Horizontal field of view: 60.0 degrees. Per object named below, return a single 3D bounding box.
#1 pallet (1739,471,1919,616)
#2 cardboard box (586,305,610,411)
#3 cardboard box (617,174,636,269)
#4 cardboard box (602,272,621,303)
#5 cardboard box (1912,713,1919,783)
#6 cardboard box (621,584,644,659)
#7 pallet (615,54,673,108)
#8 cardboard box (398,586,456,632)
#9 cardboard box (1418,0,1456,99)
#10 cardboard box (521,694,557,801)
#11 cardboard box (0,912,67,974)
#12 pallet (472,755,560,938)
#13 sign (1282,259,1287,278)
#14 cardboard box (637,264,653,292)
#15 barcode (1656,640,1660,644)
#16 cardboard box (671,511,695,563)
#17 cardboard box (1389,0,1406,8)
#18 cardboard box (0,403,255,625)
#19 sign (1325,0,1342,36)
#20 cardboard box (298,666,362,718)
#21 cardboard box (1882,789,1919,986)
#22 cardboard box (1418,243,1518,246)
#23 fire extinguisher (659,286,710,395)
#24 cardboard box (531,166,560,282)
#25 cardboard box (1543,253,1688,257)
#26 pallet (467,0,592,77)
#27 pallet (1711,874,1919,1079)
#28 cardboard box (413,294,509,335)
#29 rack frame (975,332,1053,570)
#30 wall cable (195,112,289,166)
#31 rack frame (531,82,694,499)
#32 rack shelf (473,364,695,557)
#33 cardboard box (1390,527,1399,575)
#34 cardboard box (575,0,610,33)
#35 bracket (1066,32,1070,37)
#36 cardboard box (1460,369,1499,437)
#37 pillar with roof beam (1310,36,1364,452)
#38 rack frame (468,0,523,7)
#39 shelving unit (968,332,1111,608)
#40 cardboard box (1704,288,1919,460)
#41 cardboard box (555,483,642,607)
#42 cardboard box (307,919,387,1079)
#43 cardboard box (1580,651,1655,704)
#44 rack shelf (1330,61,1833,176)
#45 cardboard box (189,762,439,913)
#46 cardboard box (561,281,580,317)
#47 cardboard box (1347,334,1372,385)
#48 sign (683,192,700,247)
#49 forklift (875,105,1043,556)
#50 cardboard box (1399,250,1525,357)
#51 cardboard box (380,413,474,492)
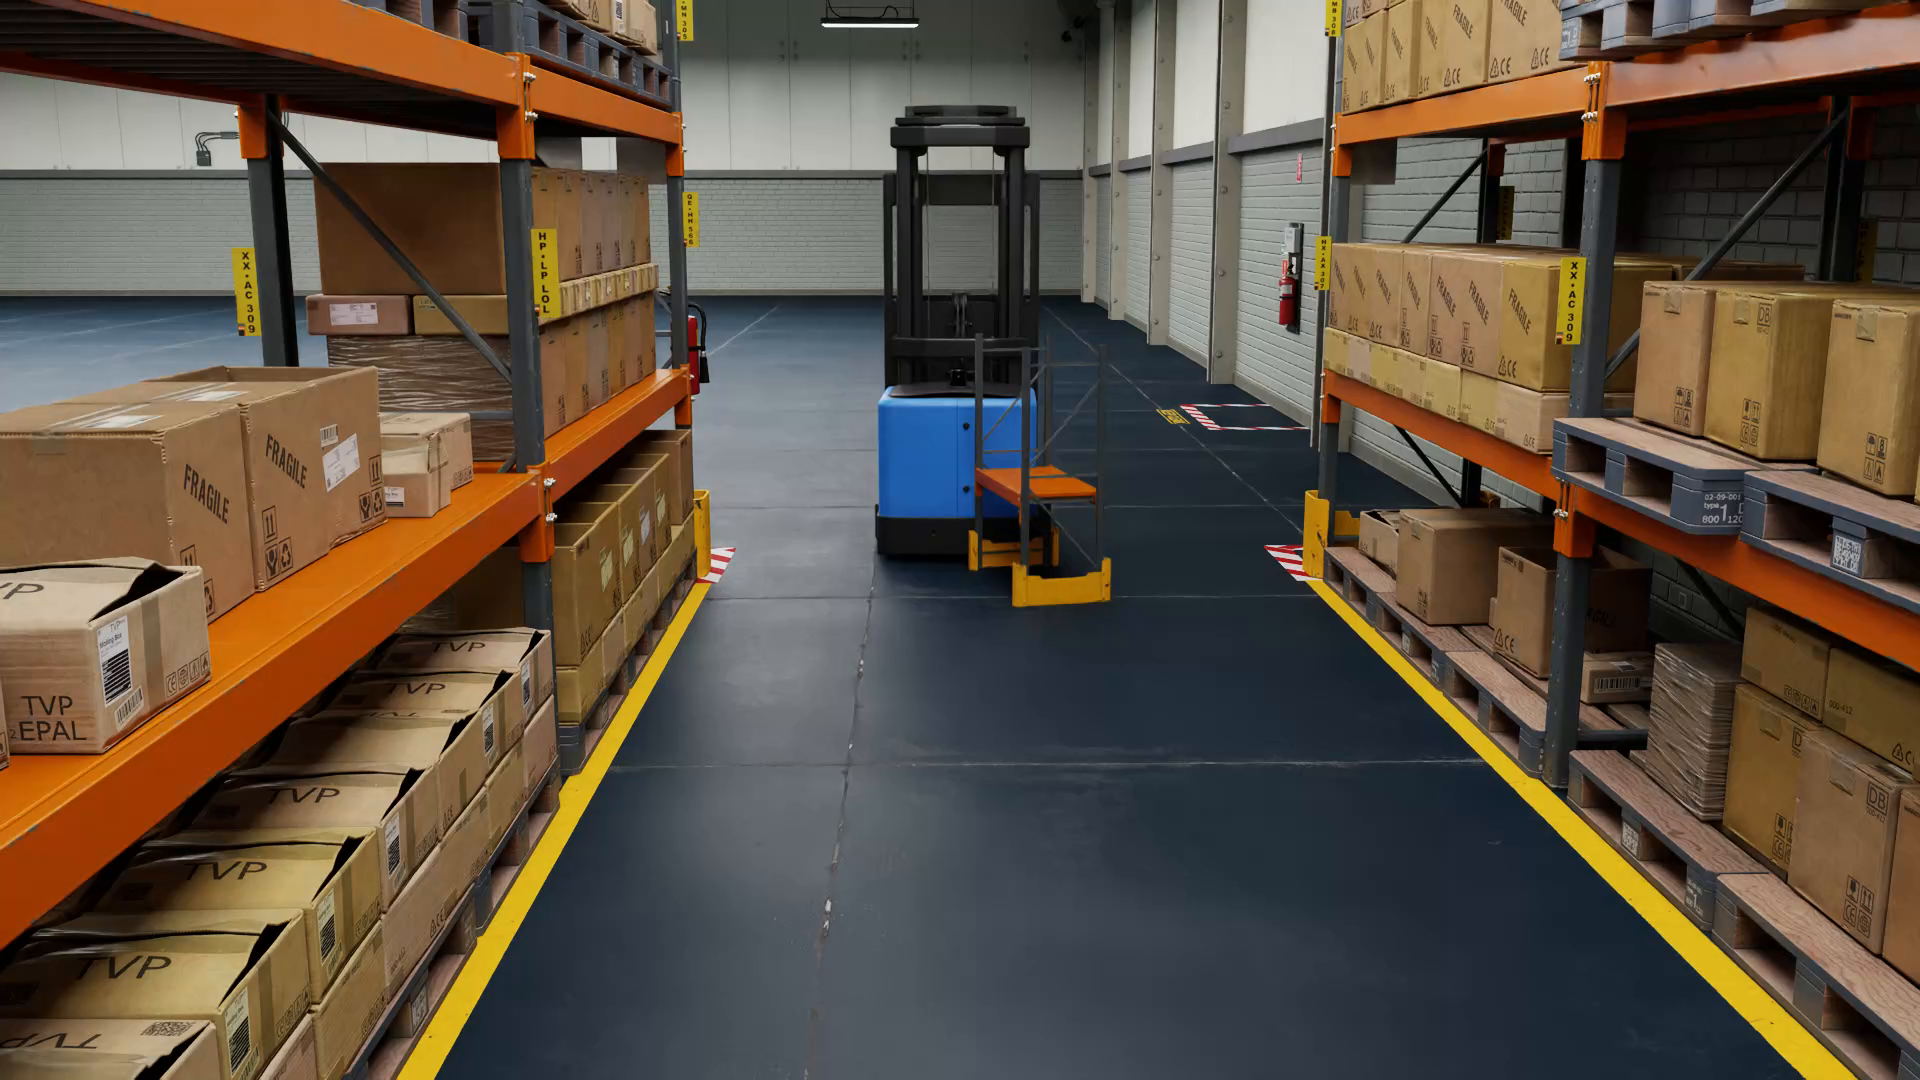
[{"bbox_3d":[2.860,0.011,4.441,1.003,0.211,1.213,0,11,-1],"label":"pallet"},{"bbox_3d":[-2.144,-0.907,8.233,0.700,0.500,0.500,0,11,1],"label":"cardboard box"},{"bbox_3d":[-2.162,-1.735,9.054,0.700,0.500,0.500,-1,11,-3],"label":"cardboard box"},{"bbox_3d":[-1.949,-1.293,8.504,0.380,0.149,0.250,0,11,0],"label":"cardboard box"},{"bbox_3d":[2.910,0.594,4.382,0.500,0.250,0.500,0,11,-1],"label":"cardboard box"},{"bbox_3d":[-1.810,0.386,7.971,0.500,0.250,0.500,0,11,-1],"label":"cardboard box"},{"bbox_3d":[-2.187,-2.545,9.235,1.003,0.211,1.213,0,11,-1],"label":"pallet"},{"bbox_3d":[-2.320,0.120,7.396,0.500,0.500,0.500,0,11,-1],"label":"cardboard box"},{"bbox_3d":[2.556,-2.424,8.119,0.500,0.500,0.500,0,11,2],"label":"cardboard box"},{"bbox_3d":[-1.795,0.760,6.130,0.500,0.250,0.500,0,11,-2],"label":"cardboard box"},{"bbox_3d":[-2.285,0.992,3.573,0.500,0.311,0.500,0,11,-2],"label":"cardboard box"},{"bbox_3d":[-2.039,1.050,5.855,1.003,0.211,1.213,0,11,-1],"label":"pallet"},{"bbox_3d":[3.611,-2.956,18.495,0.001,0.329,0.234,0,11,-1],"label":"sign"},{"bbox_3d":[-1.971,-1.498,9.517,0.380,0.149,0.250,0,11,0],"label":"cardboard box"},{"bbox_3d":[3.142,0.492,7.474,0.001,0.075,0.075,0,11,-1],"label":"barcode"},{"bbox_3d":[-1.869,-0.011,9.930,0.500,0.250,0.500,0,11,-1],"label":"cardboard box"},{"bbox_3d":[2.523,-3.019,8.535,0.500,0.500,0.500,0,11,0],"label":"cardboard box"},{"bbox_3d":[-2.062,-0.051,4.013,0.500,0.500,0.500,-1,11,-4],"label":"cardboard box"},{"bbox_3d":[2.234,-3.176,9.926,0.100,0.325,0.005,0,11,-1],"label":"sign"},{"bbox_3d":[-2.329,0.586,5.574,0.500,0.311,0.500,0,11,-2],"label":"cardboard box"},{"bbox_3d":[2.942,0.976,4.386,0.700,0.500,0.500,0,11,-1],"label":"cardboard box"},{"bbox_3d":[2.999,-1.491,9.803,0.500,0.500,0.500,0,11,-2],"label":"cardboard box"},{"bbox_3d":[-1.714,-1.246,10.351,0.296,0.674,0.183,0,11,-1],"label":"fire extinguisher"},{"bbox_3d":[-2.120,-1.337,7.089,0.700,0.500,0.500,0,11,-1],"label":"cardboard box"},{"bbox_3d":[3.047,-1.084,7.801,0.500,0.500,0.500,0,11,0],"label":"cardboard box"},{"bbox_3d":[-2.137,-2.059,6.844,1.003,0.211,1.213,0,11,-1],"label":"pallet"},{"bbox_3d":[2.905,1.280,4.719,1.003,0.211,1.213,0,11,-1],"label":"pallet"},{"bbox_3d":[-1.905,-0.884,6.491,0.380,0.149,0.250,0,11,-1],"label":"cardboard box"},{"bbox_3d":[0.339,-0.560,10.549,0.500,1.500,0.032,-3,12,-14],"label":"rack frame"},{"bbox_3d":[-17.704,-12.212,40.566,2.305,6.003,0.169,0,11,-1],"label":"wall cable"},{"bbox_3d":[-2.176,-1.258,10.218,1.000,3.000,0.127,0,11,-1],"label":"rack frame"},{"bbox_3d":[-2.135,-0.508,8.330,1.077,0.370,4.000,0,11,-1],"label":"rack shelf"},{"bbox_3d":[2.713,0.074,9.307,0.500,0.311,0.500,1,11,4],"label":"cardboard box"},{"bbox_3d":[-2.001,-2.586,7.551,0.797,0.503,0.637,1,12,5],"label":"cardboard box"},{"bbox_3d":[2.636,-12.246,40.237,0.076,0.066,3.189,0,11,-1],"label":"bracket"},{"bbox_3d":[2.544,-0.613,7.362,0.500,0.250,0.500,0,11,-1],"label":"cardboard box"},{"bbox_3d":[-0.772,-5.259,14.849,9.100,9.000,0.400,0,11,-1],"label":"pillar with roof beam"},{"bbox_3d":[-2.093,-3.403,5.702,1.000,3.000,0.127,0,11,-1],"label":"rack frame"},{"bbox_3d":[0.470,-0.461,10.058,0.587,1.500,1.083,-3,12,-14],"label":"shelving unit"},{"bbox_3d":[2.840,-0.537,5.302,0.700,0.500,0.500,1,12,5],"label":"cardboard box"},{"bbox_3d":[-1.811,0.019,7.896,0.500,0.500,0.500,0,11,-1],"label":"cardboard box"},{"bbox_3d":[-1.756,1.165,4.132,0.500,0.250,0.500,-1,11,-3],"label":"cardboard box"},{"bbox_3d":[2.818,0.582,7.164,0.380,0.166,0.250,-2,12,-9],"label":"cardboard box"},{"bbox_3d":[2.818,-1.999,8.136,1.077,0.370,4.000,0,11,-1],"label":"rack shelf"},{"bbox_3d":[-1.767,0.785,4.592,0.500,0.311,0.500,0,11,-2],"label":"cardboard box"},{"bbox_3d":[-1.927,-1.088,7.492,0.380,0.149,0.250,-1,11,-3],"label":"cardboard box"},{"bbox_3d":[2.494,-1.014,9.342,0.500,0.250,0.500,-1,11,-3],"label":"cardboard box"},{"bbox_3d":[-1.633,-1.941,10.077,0.100,0.325,0.005,0,11,-1],"label":"sign"},{"bbox_3d":[0.016,-1.574,11.947,1.130,2.935,3.031,0,11,1],"label":"forklift"},{"bbox_3d":[2.513,-1.184,8.290,0.500,0.500,0.500,0,11,1],"label":"cardboard box"},{"bbox_3d":[-2.039,-0.292,5.832,0.500,0.250,0.500,0,11,2],"label":"cardboard box"}]
